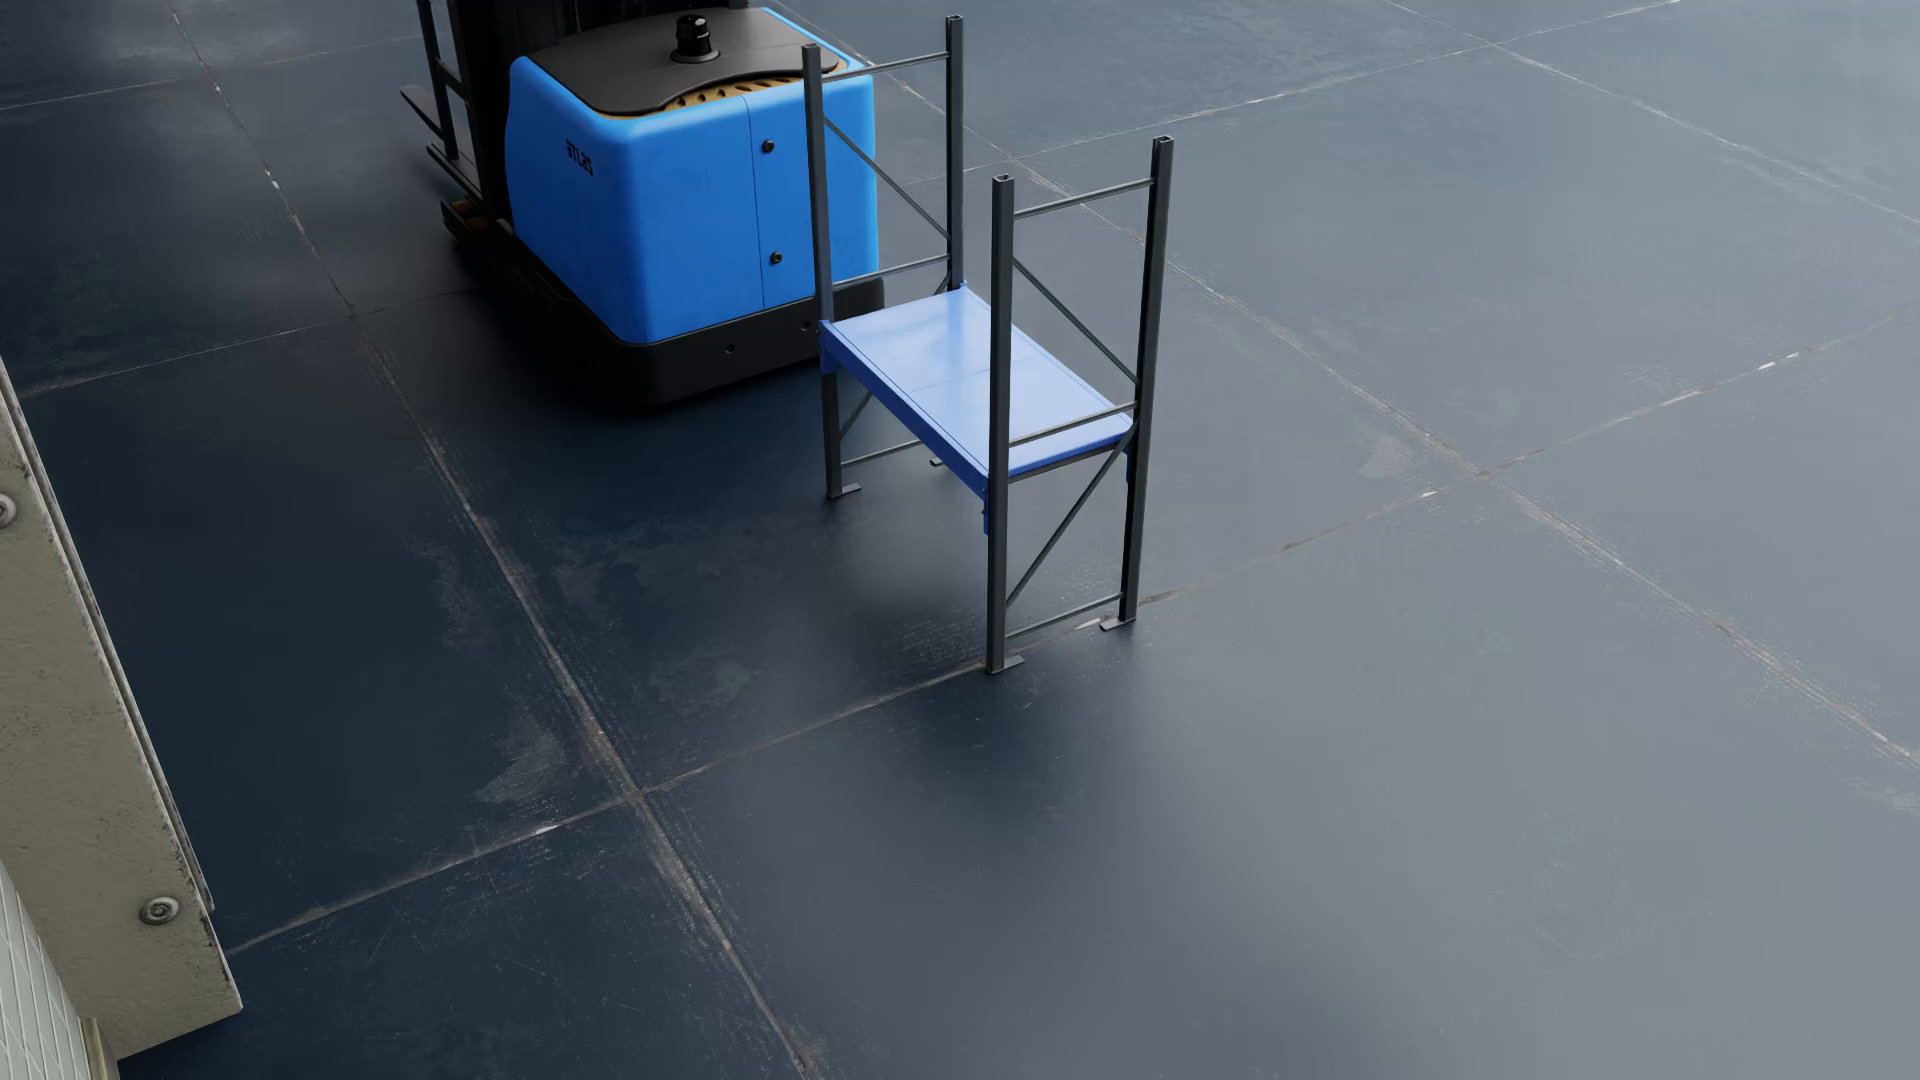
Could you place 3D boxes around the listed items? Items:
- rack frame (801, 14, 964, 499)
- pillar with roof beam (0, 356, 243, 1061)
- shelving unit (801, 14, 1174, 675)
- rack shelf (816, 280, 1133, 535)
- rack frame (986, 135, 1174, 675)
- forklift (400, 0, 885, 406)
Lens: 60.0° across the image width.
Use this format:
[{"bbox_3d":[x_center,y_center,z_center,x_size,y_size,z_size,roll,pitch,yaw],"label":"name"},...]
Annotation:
[{"bbox_3d":[-0.213,-0.821,5.103,0.500,1.500,0.032,-19,40,-24],"label":"rack frame"},{"bbox_3d":[1.858,-3.895,2.953,9.100,9.000,0.400,-19,40,-24],"label":"pillar with roof beam"},{"bbox_3d":[0.043,-0.562,4.748,0.538,1.500,1.048,-19,40,-24],"label":"shelving unit"},{"bbox_3d":[0.043,-0.417,4.854,0.538,0.185,1.000,-19,40,-24],"label":"rack shelf"},{"bbox_3d":[0.298,-0.303,4.393,0.500,1.500,0.032,-19,40,-24],"label":"rack frame"},{"bbox_3d":[-1.506,-2.480,6.160,1.130,2.935,3.031,-21,41,-26],"label":"forklift"}]
